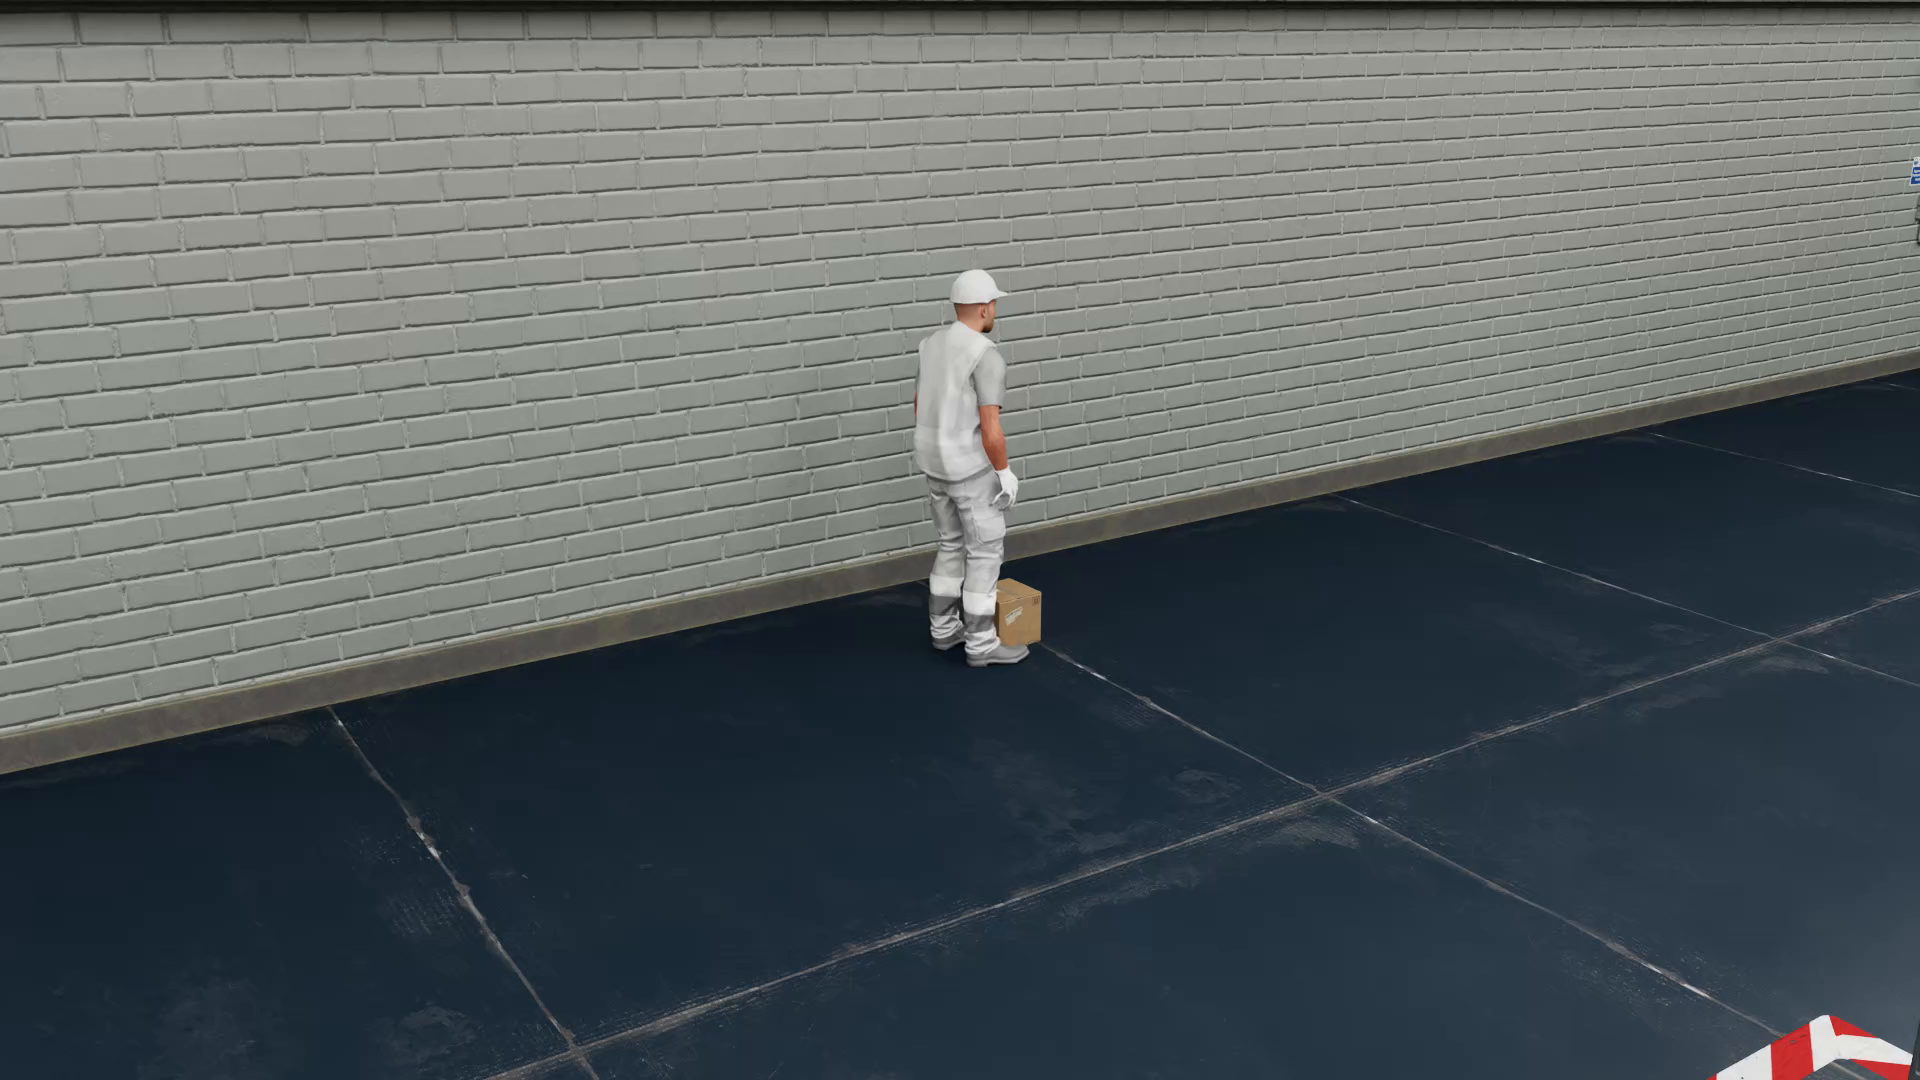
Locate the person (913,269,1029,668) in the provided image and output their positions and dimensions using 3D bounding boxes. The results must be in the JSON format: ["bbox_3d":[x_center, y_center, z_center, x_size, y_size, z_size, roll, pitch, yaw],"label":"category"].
[{"bbox_3d":[0.033,-0.327,7.546,0.453,1.778,0.615,-13,22,-35],"label":"person"}]
